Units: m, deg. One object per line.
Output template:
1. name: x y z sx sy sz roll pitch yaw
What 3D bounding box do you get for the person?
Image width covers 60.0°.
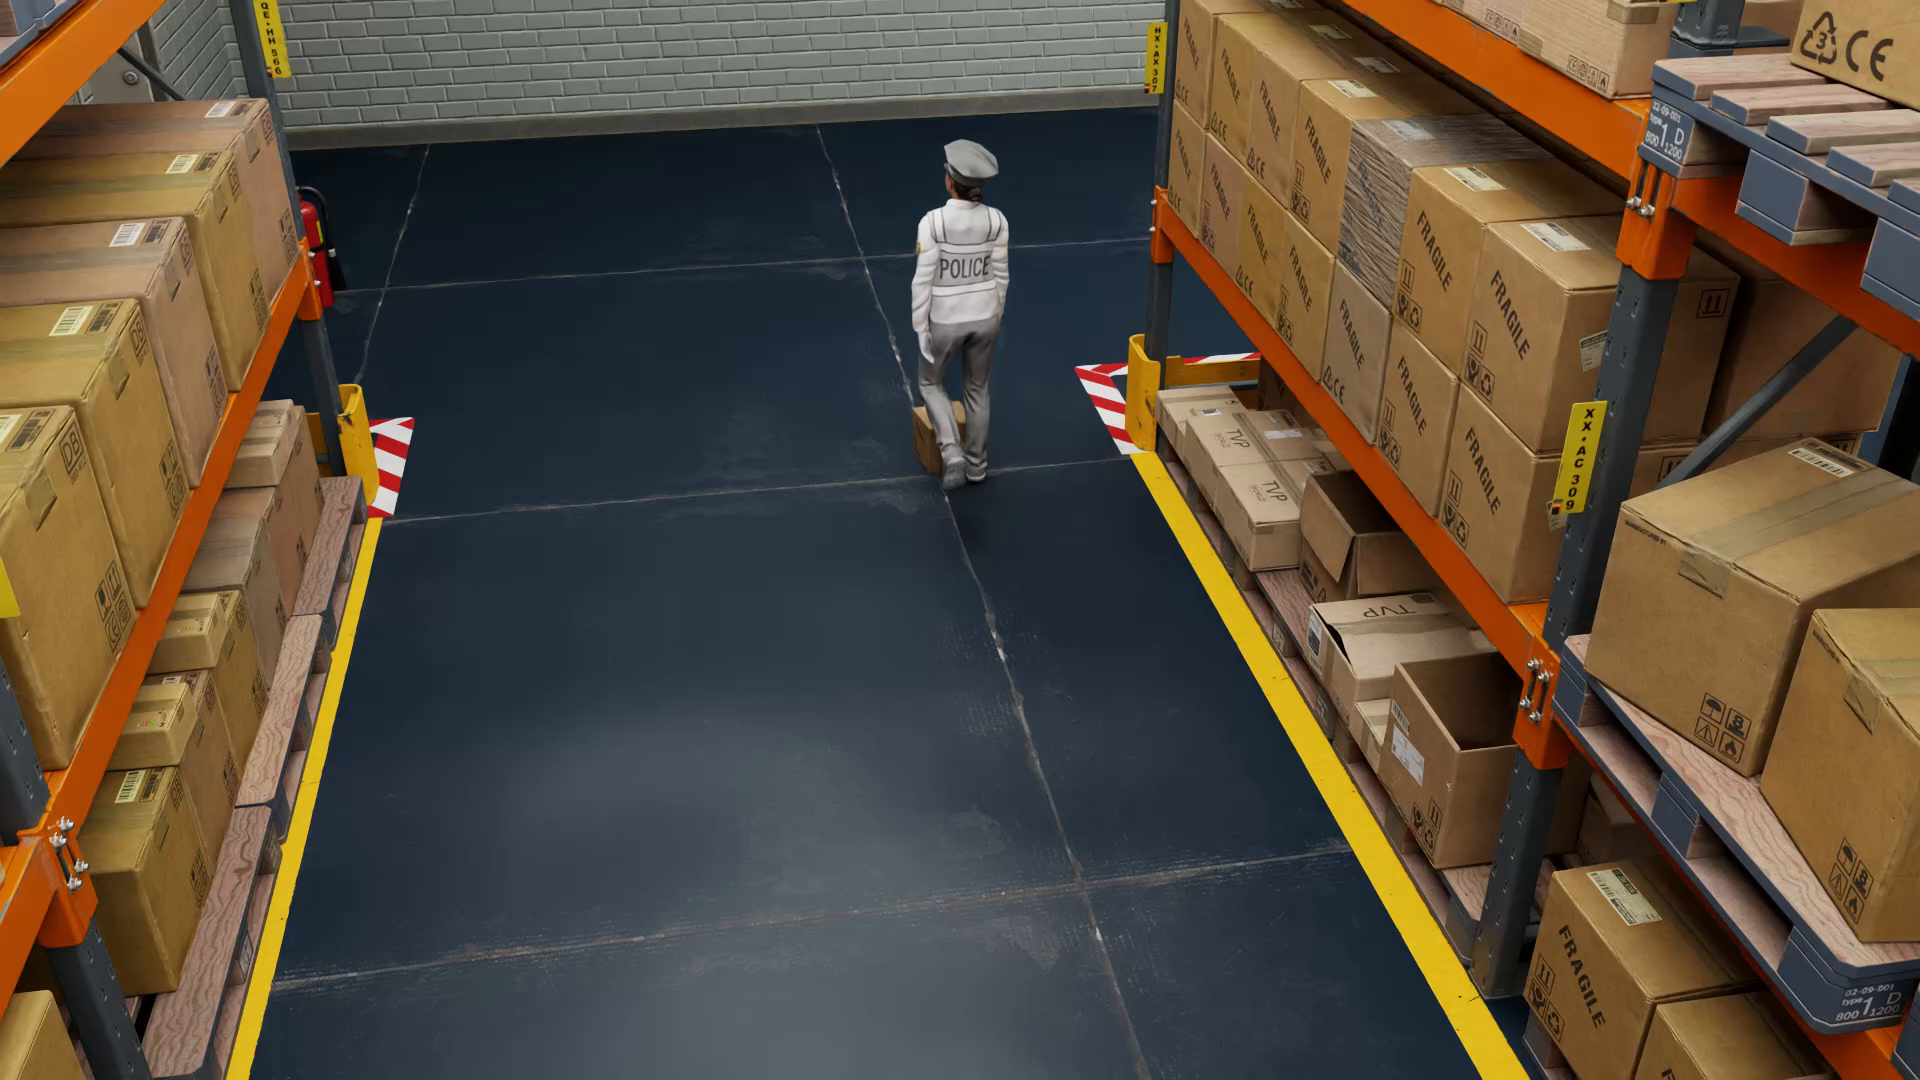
1. person: 0.009 -1.002 7.745 0.485 1.672 0.528 -8 32 -12
